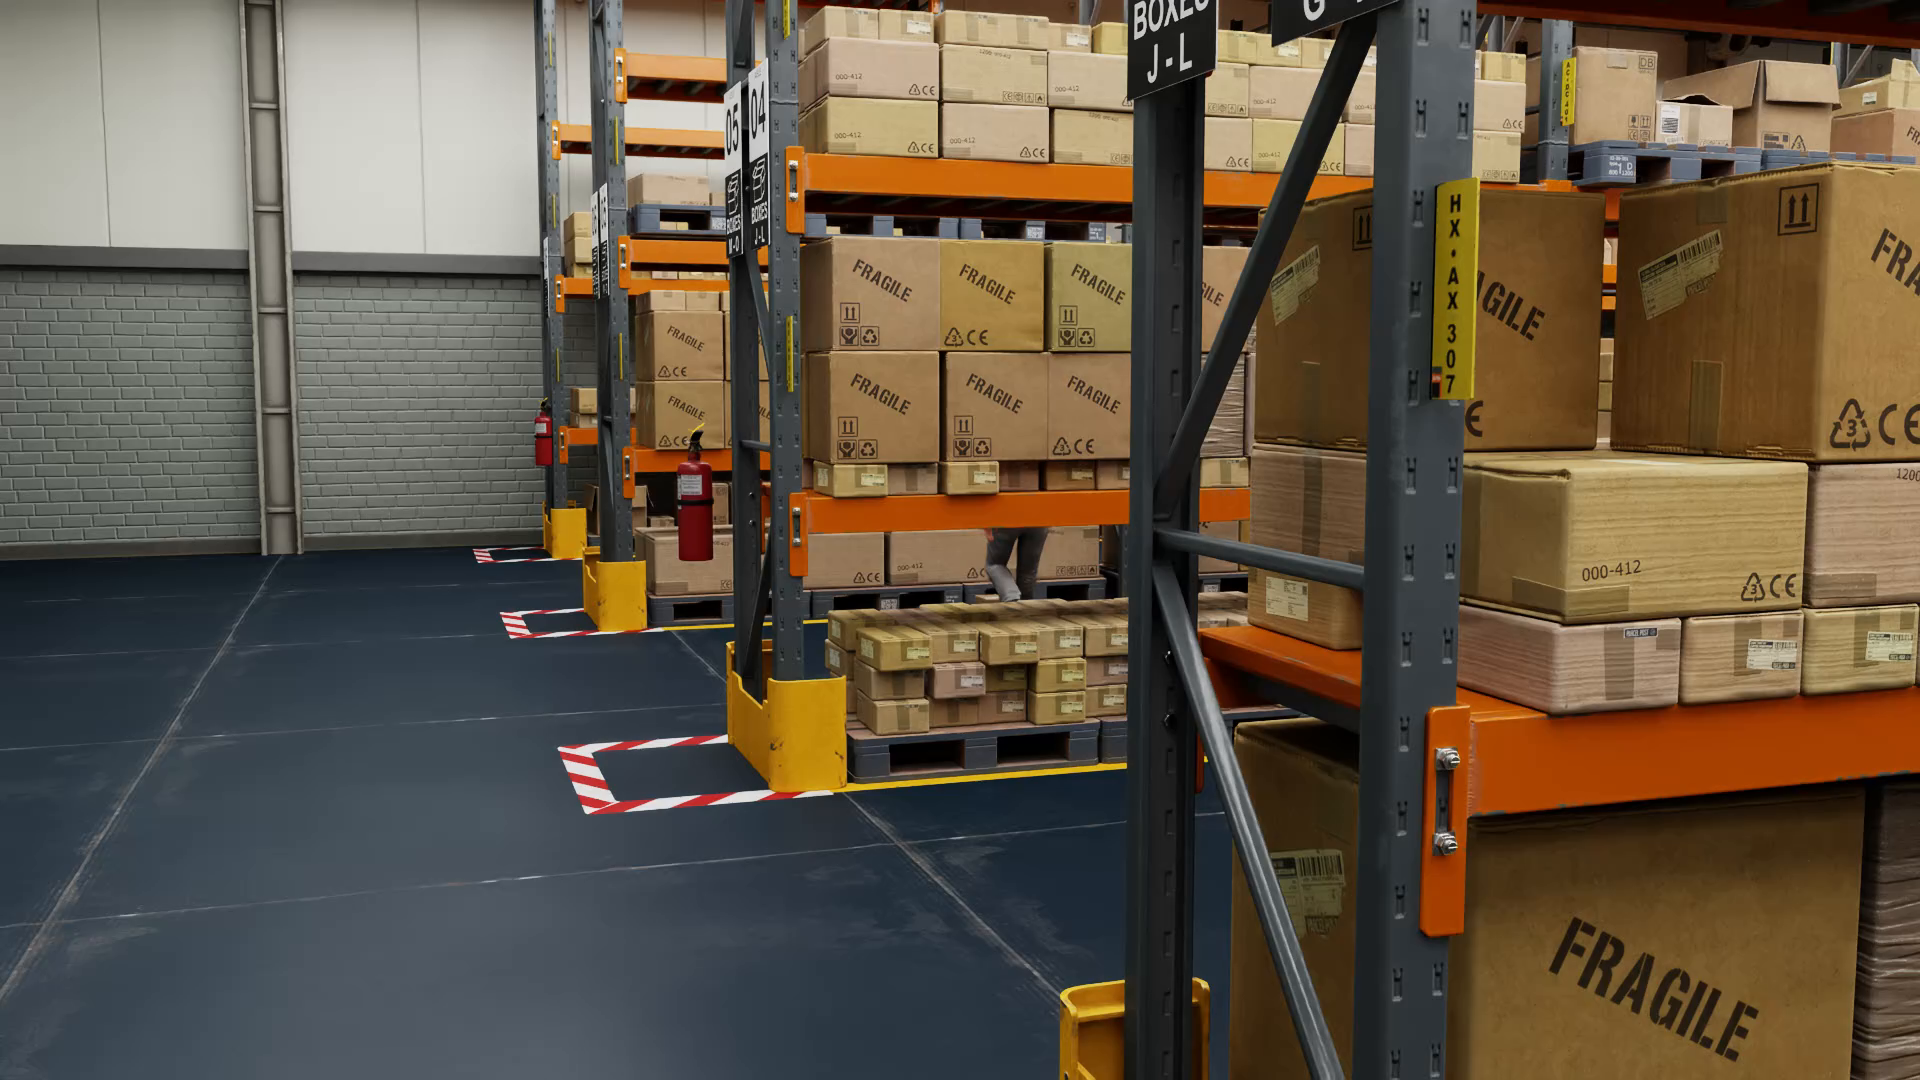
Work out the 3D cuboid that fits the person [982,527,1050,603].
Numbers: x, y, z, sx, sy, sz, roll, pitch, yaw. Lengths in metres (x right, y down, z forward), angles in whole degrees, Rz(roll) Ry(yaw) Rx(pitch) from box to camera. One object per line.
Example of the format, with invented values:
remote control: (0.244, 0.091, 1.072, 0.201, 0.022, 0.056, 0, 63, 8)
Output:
person: (0.396, -0.175, 11.560, 0.591, 1.728, 0.736, -1, 6, -9)
